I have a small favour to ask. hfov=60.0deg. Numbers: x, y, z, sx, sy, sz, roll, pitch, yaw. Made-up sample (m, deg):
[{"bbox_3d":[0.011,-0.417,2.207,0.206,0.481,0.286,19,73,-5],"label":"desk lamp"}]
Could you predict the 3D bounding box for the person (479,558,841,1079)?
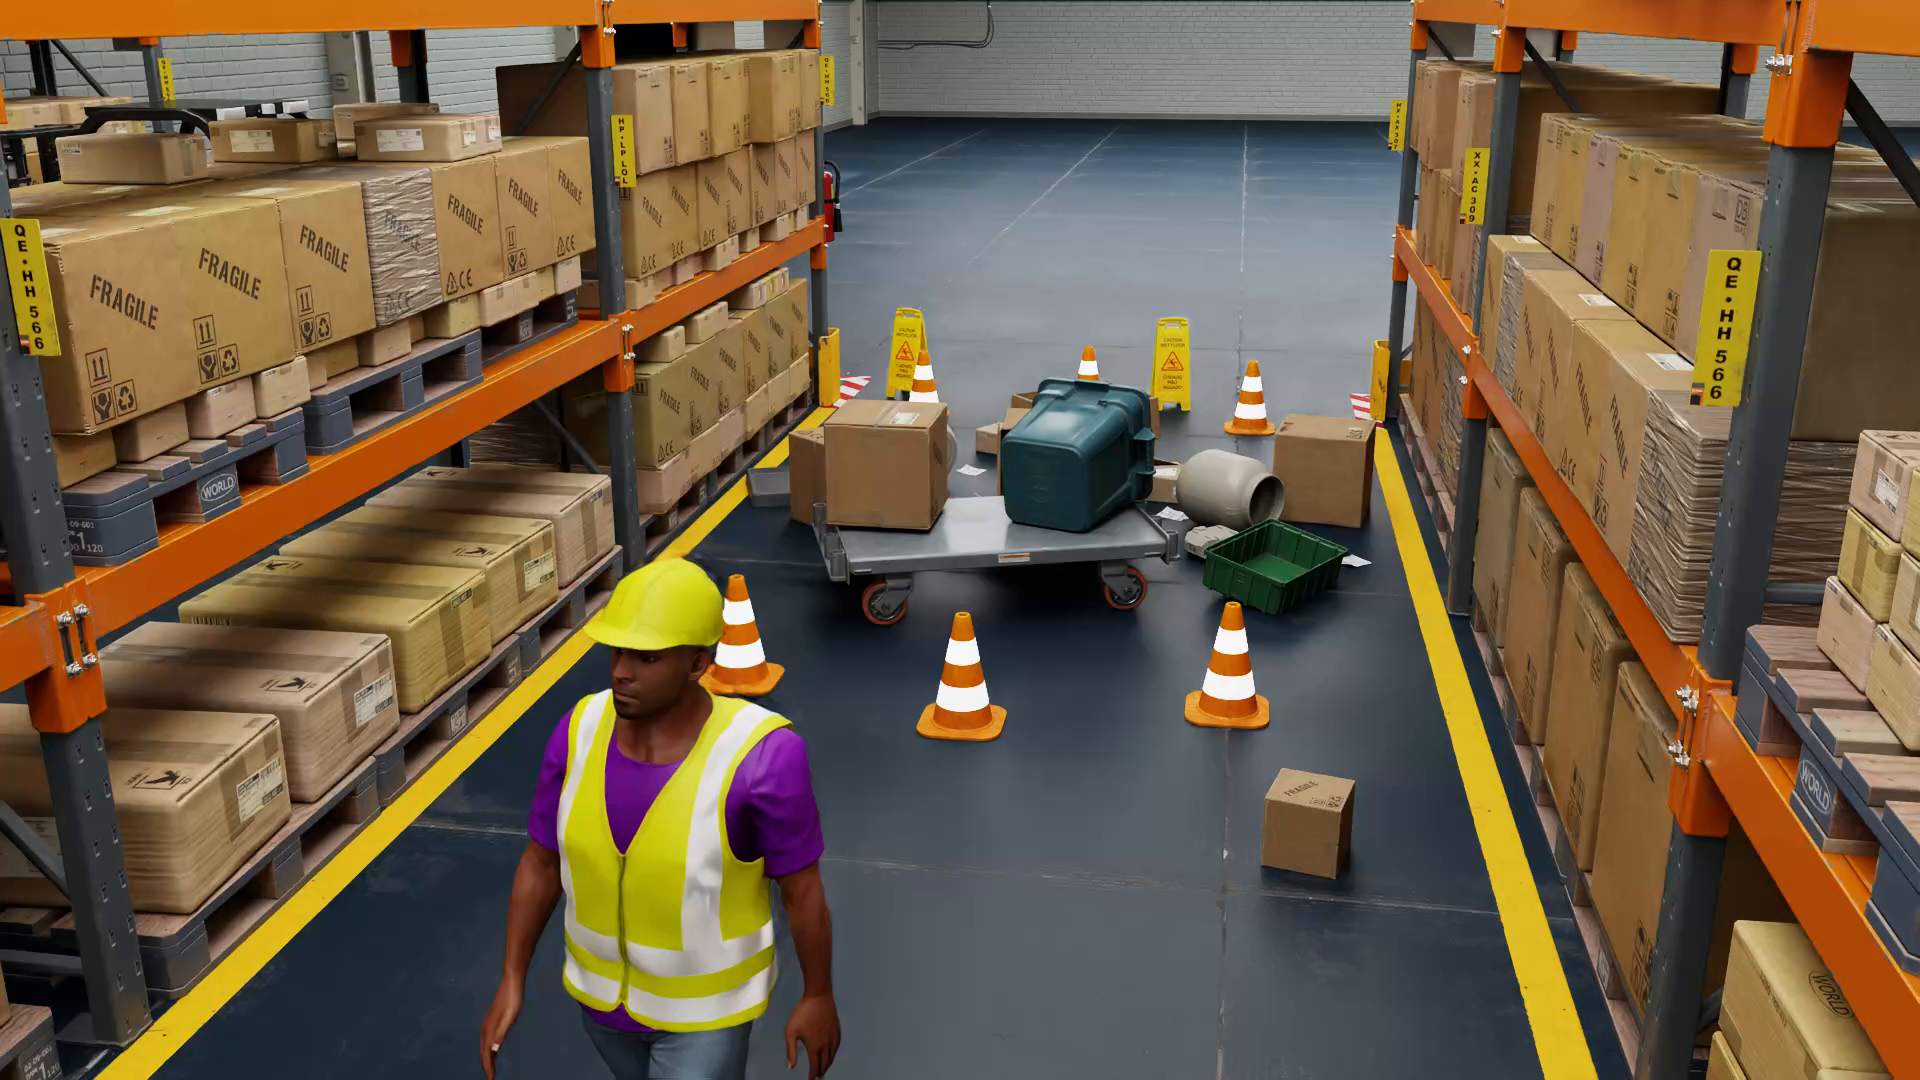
[{"bbox_3d":[-0.610,0.898,3.167,0.613,1.732,0.929,8,19,23],"label":"person"}]
